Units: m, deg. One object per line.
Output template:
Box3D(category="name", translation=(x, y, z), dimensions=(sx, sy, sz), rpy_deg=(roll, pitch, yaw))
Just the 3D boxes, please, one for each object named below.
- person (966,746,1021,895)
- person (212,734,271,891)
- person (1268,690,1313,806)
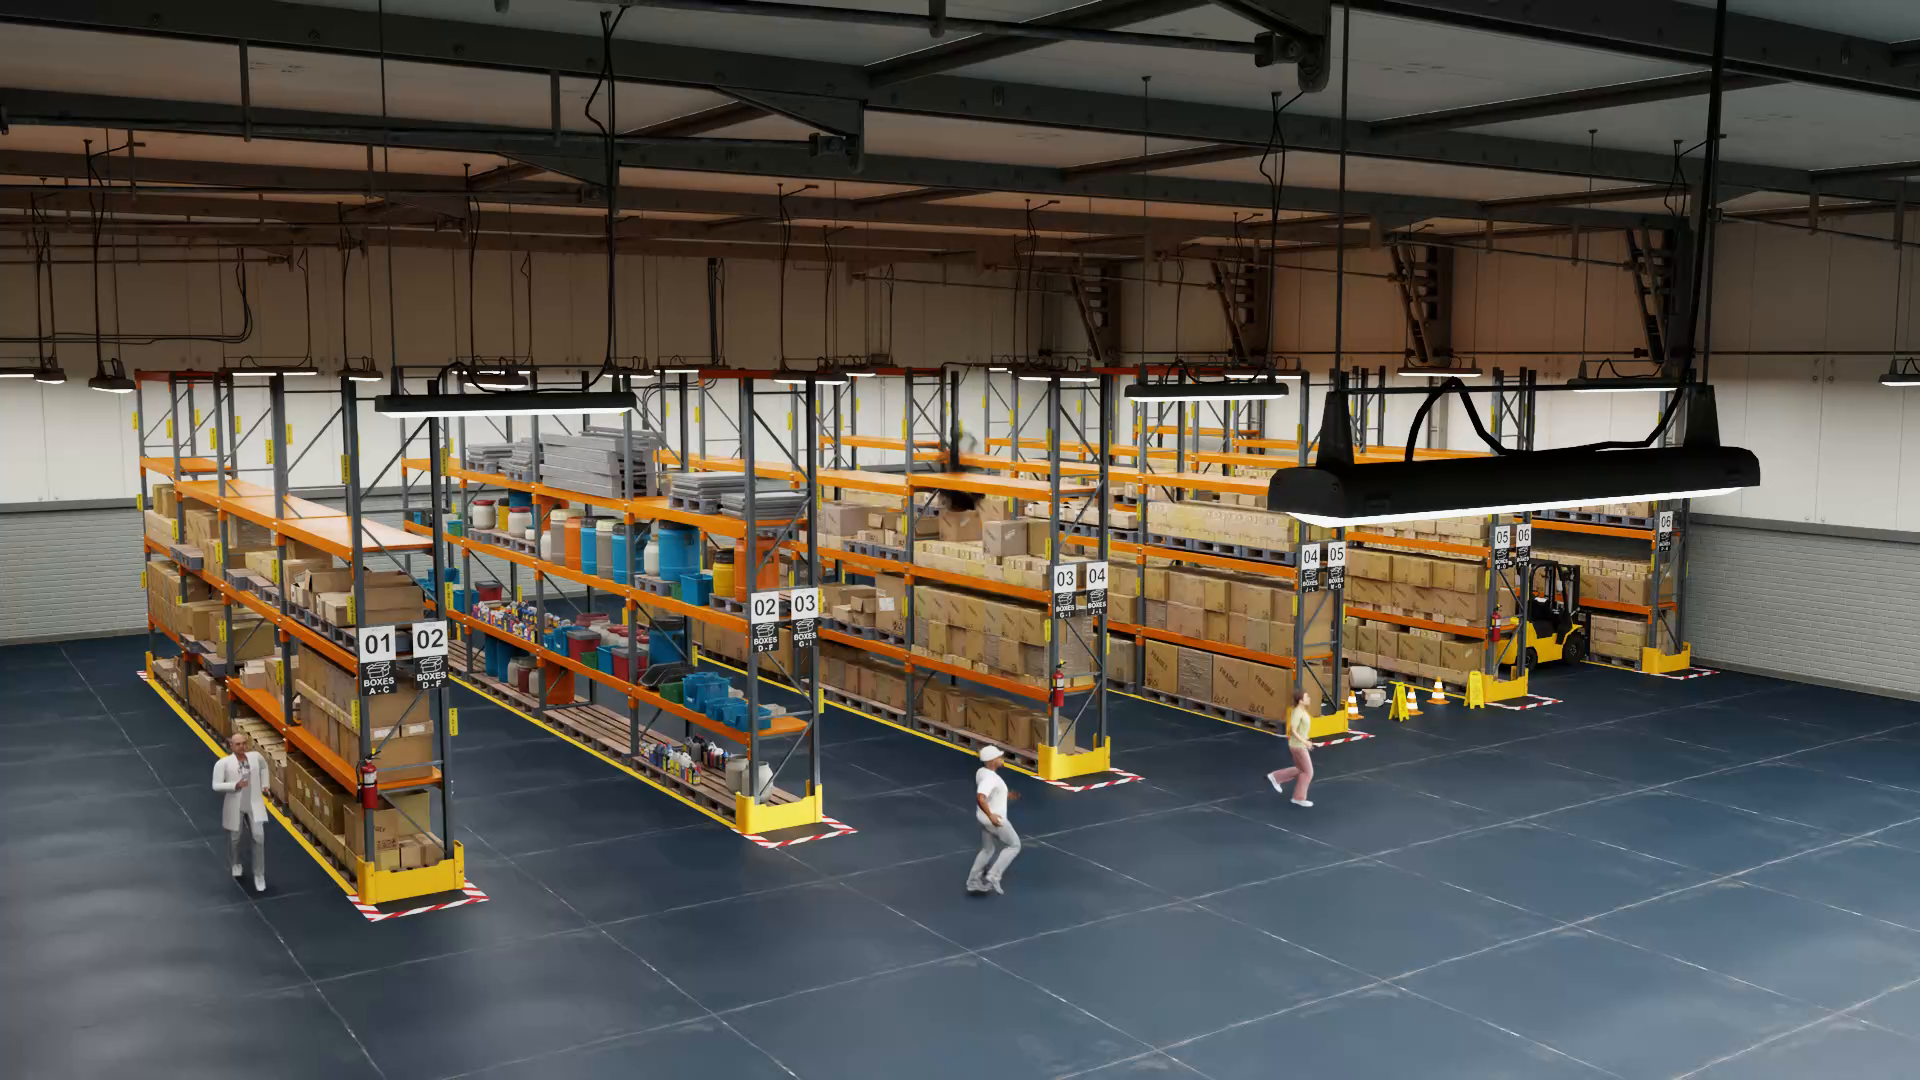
Box3D(category="person", translation=(0.413, 3.268, 19.421), dimensions=(0.688, 1.759, 0.675), rpy_deg=(-2, 7, -18))
Box3D(category="person", translation=(-8.543, 3.213, 19.814), dimensions=(0.677, 1.846, 0.866), rpy_deg=(-4, 8, -32))
Box3D(category="person", translation=(4.645, 2.986, 23.333), dimensions=(0.642, 1.487, 0.577), rpy_deg=(1, 7, 12))
